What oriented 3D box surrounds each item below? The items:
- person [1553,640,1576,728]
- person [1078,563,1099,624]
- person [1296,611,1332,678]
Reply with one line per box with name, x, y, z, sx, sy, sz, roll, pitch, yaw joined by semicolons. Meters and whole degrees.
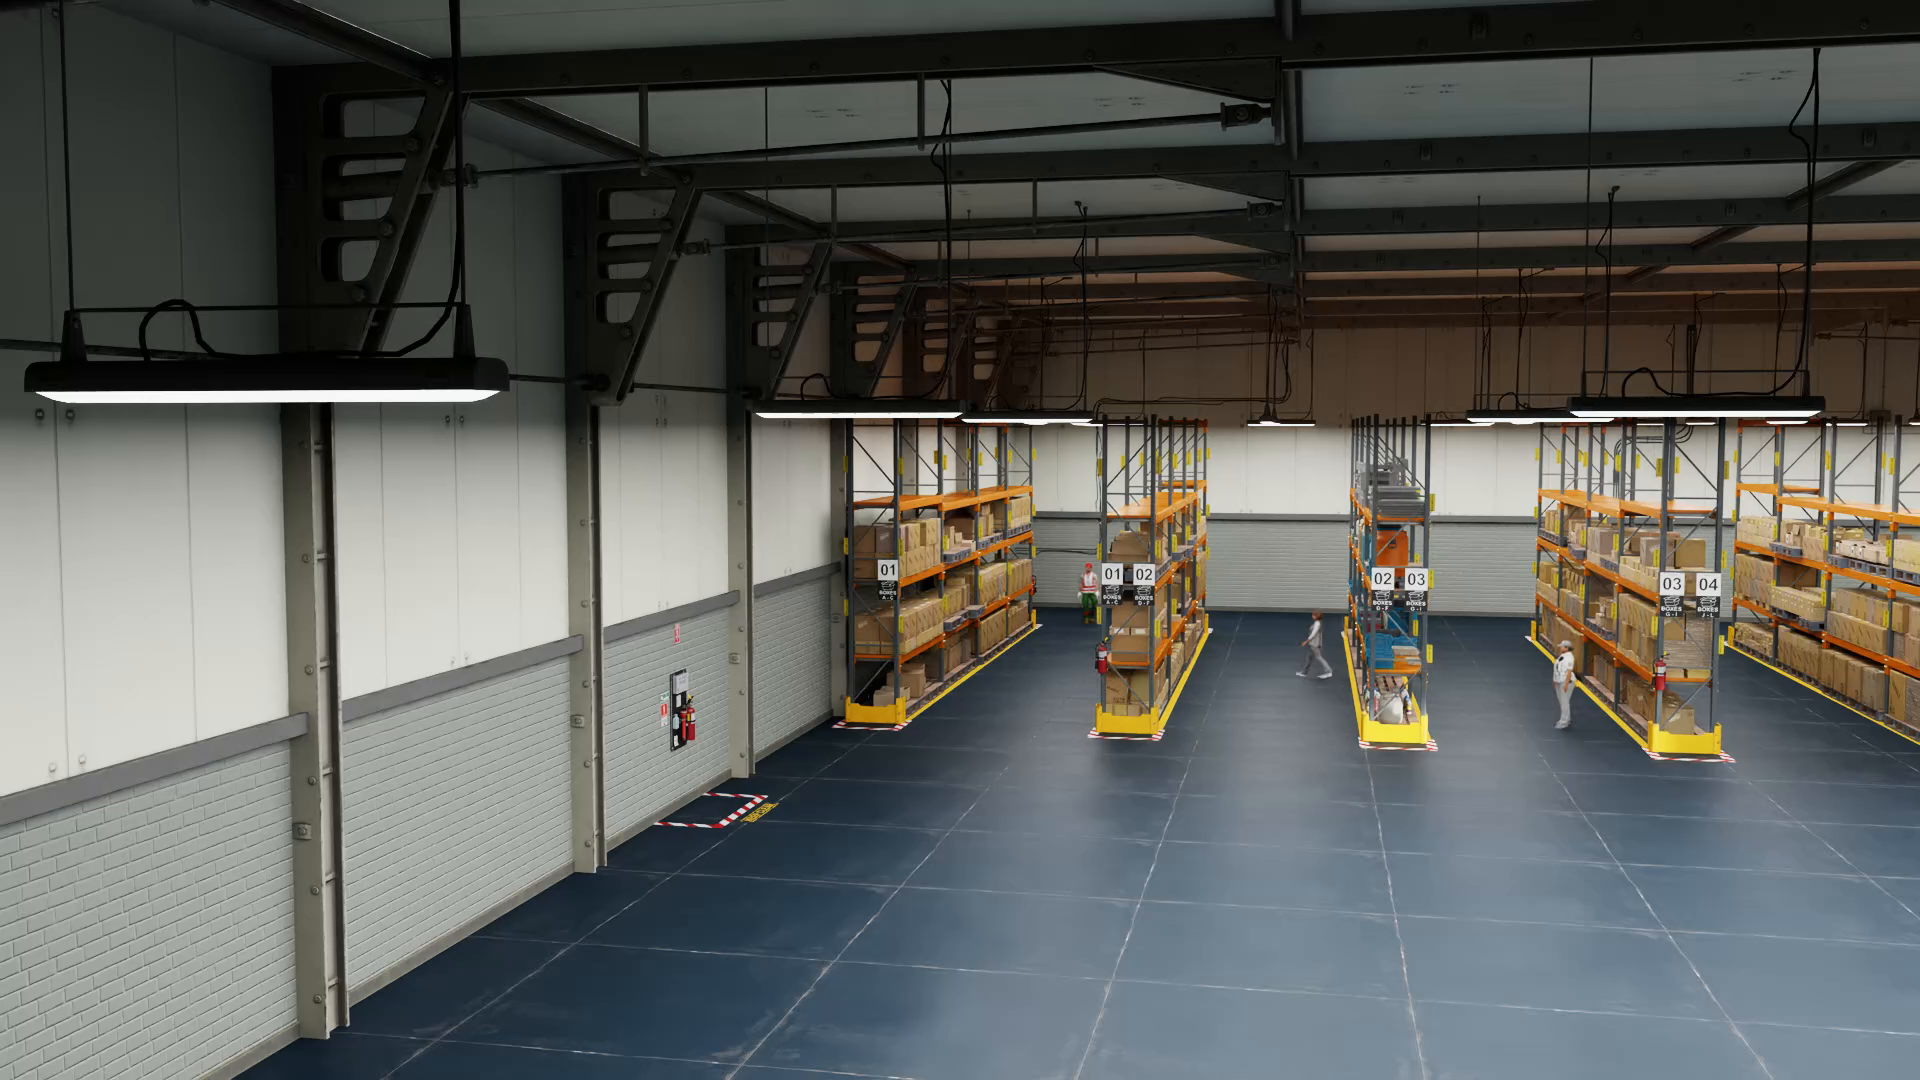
person;11.612;2.772;32.033;0.503;1.684;0.493;-1;4;-13
person;3.775;1.570;48.894;0.595;1.797;0.452;-1;4;-11
person;8.127;2.397;38.149;0.955;1.544;0.547;3;5;35
